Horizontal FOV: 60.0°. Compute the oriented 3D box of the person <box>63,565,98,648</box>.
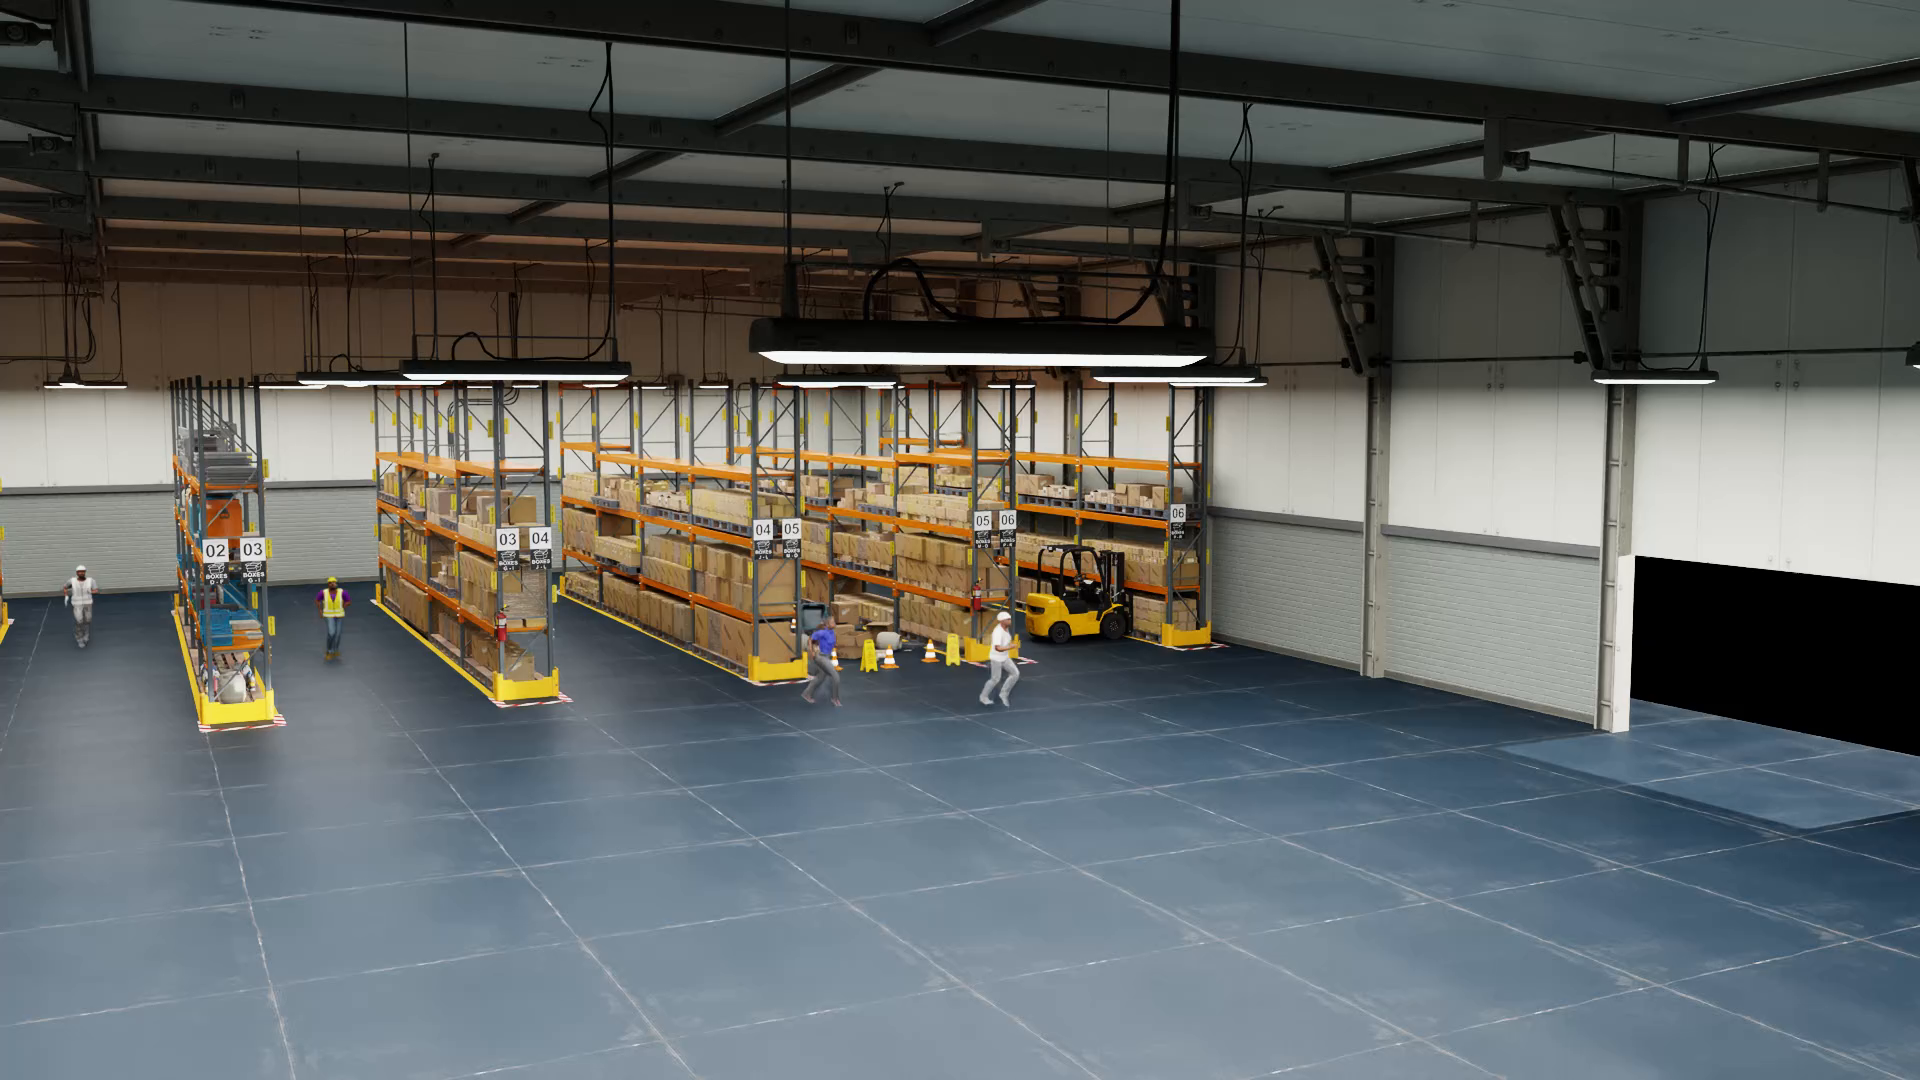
[{"bbox_3d":[-19.819,1.492,37.540,0.670,1.846,0.804,-4,6,-38],"label":"person"}]

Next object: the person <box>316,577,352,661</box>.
[{"bbox_3d":[-13.400,1.691,35.645,0.698,1.827,0.695,-3,6,-28],"label":"person"}]

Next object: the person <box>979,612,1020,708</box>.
[{"bbox_3d":[0.730,2.168,30.140,0.811,1.758,0.732,2,5,22],"label":"person"}]

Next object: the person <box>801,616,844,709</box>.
[{"bbox_3d":[-2.495,2.228,30.211,0.831,1.697,0.599,2,5,17],"label":"person"}]
